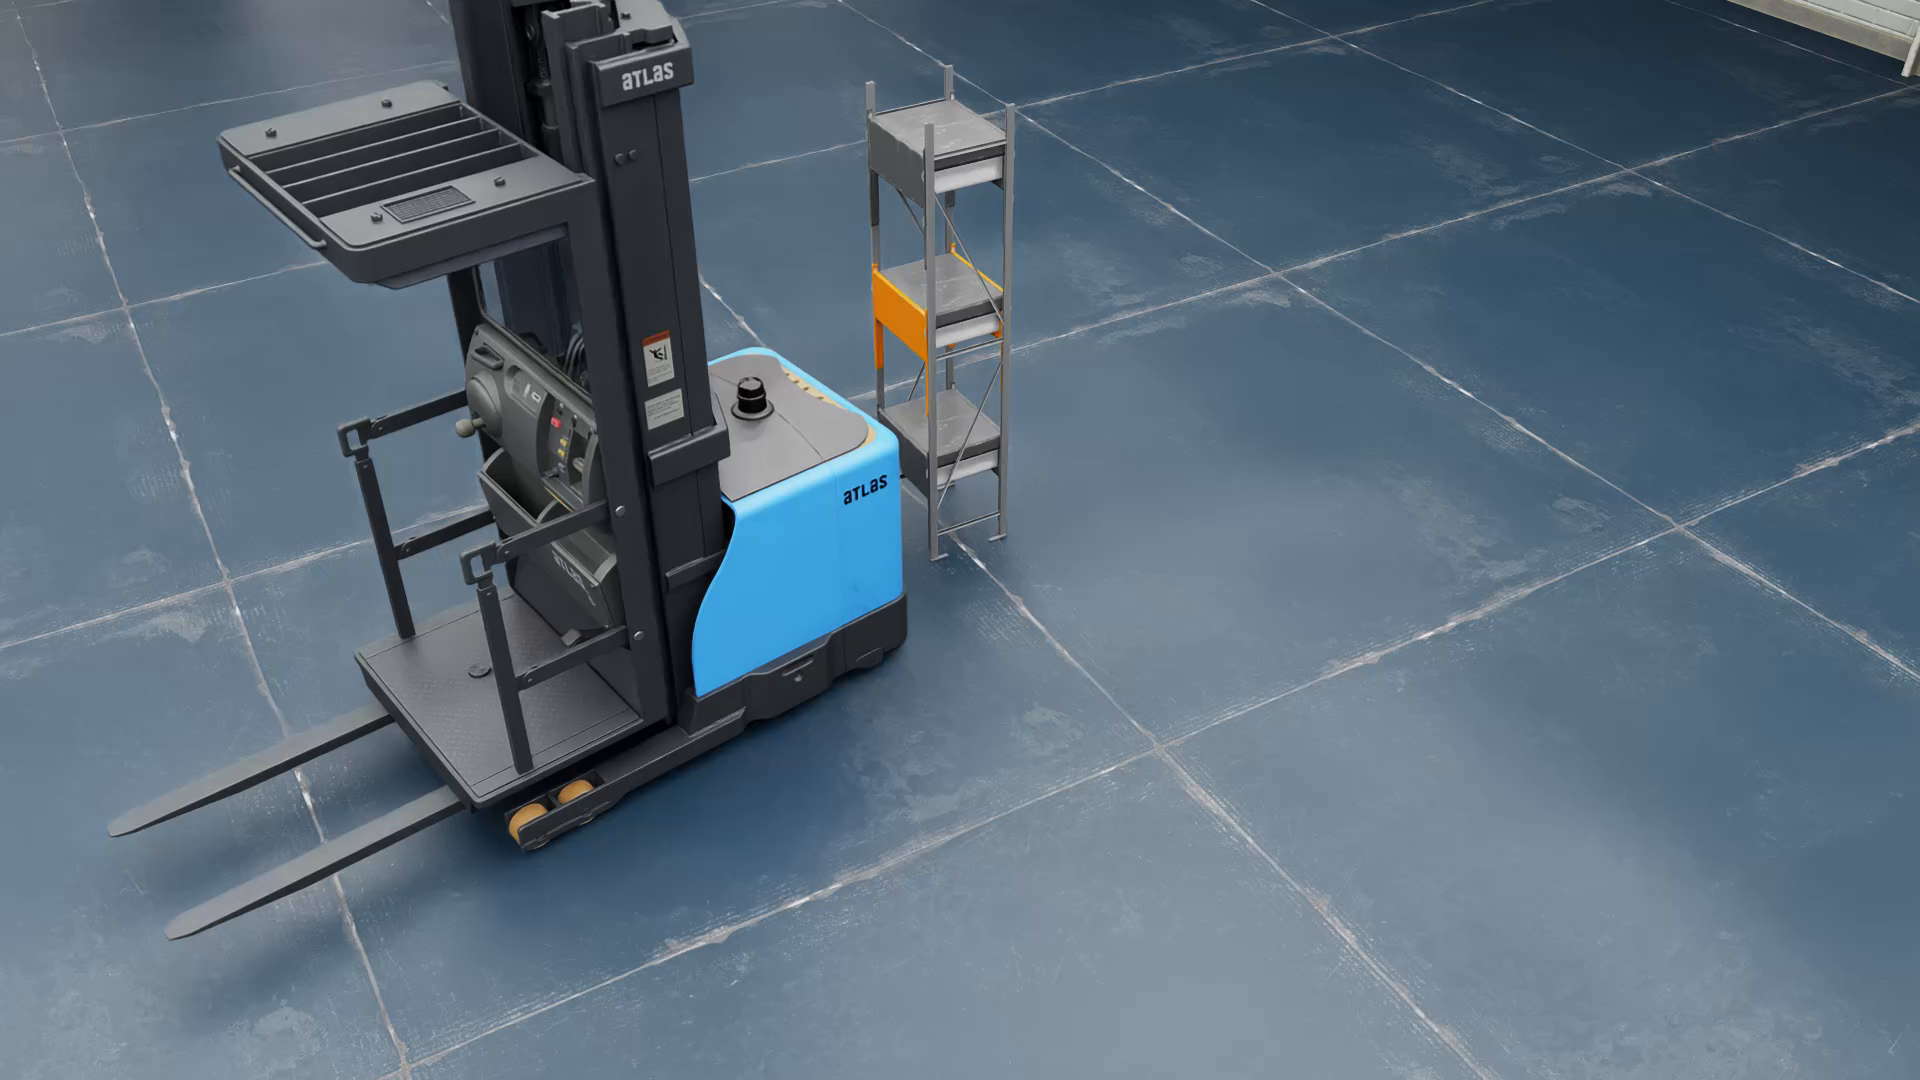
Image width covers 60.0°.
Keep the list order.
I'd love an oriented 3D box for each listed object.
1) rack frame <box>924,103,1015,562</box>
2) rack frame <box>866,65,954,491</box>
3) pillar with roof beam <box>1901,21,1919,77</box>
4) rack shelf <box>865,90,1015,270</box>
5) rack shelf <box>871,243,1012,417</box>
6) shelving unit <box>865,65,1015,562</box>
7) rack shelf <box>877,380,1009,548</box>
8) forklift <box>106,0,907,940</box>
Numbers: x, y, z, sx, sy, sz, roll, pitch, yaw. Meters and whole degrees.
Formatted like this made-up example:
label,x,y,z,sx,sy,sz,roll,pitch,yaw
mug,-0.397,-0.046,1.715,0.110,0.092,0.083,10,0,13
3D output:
label,x,y,z,sx,sy,sz,roll,pitch,yaw
rack frame,0.039,-0.808,7.076,0.400,2.100,0.015,-19,40,-24
rack frame,-0.206,-1.057,7.417,0.400,2.100,0.015,-19,40,-24
pillar with roof beam,3.620,-5.821,8.091,9.100,9.000,0.400,-19,40,-24
rack shelf,-0.083,-1.487,6.841,0.431,0.518,0.480,-19,40,-24
rack shelf,-0.083,-0.921,7.254,0.431,0.518,0.480,-19,40,-24
shelving unit,-0.083,-0.932,7.246,0.431,2.100,0.503,-19,40,-24
rack shelf,-0.083,-0.356,7.667,0.431,0.518,0.480,-19,40,-24
forklift,-1.682,-0.389,5.797,3.031,2.935,1.130,-26,43,-31
